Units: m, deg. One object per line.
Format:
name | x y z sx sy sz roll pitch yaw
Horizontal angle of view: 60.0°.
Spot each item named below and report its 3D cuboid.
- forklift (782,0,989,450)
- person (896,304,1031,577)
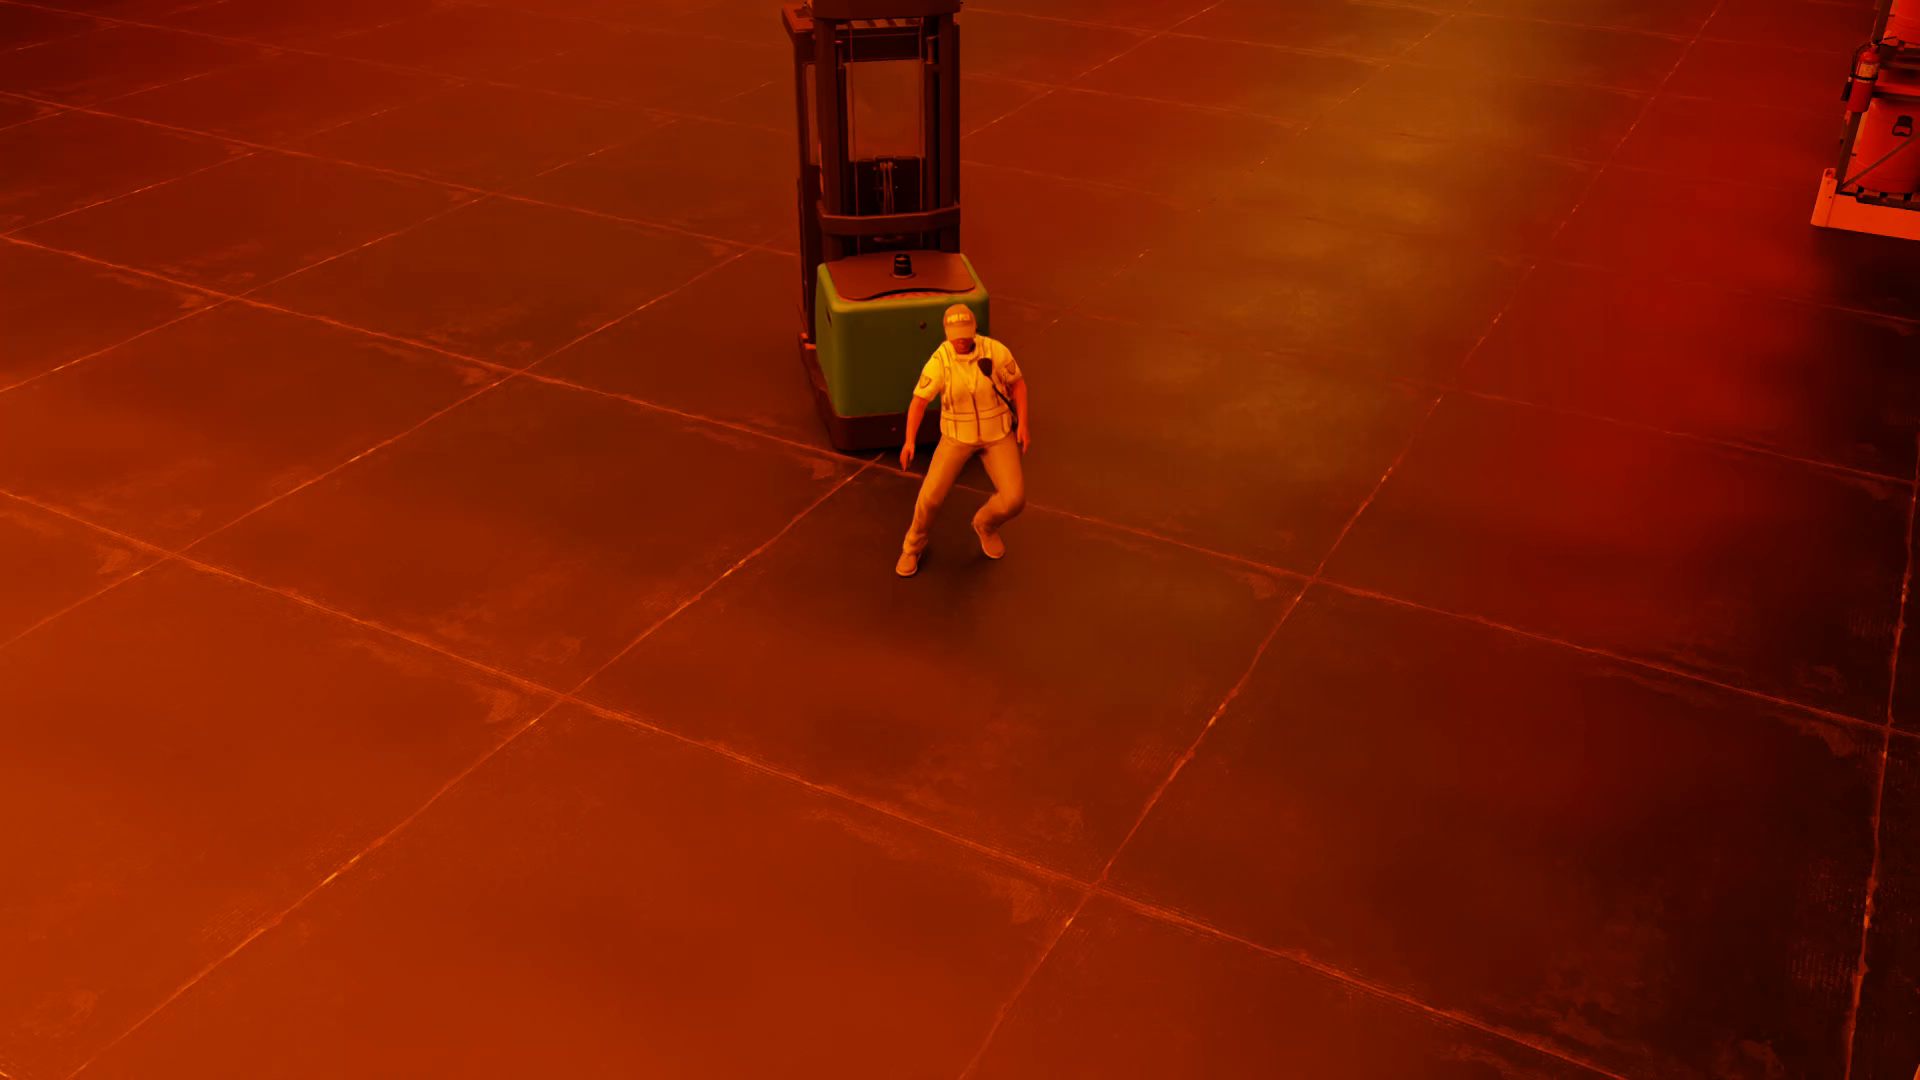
forklift | -0.594 -2.577 11.535 1.130 2.935 3.031 -6 30 -10
person | 0.007 -0.573 9.441 0.775 1.547 0.565 -1 30 -2
